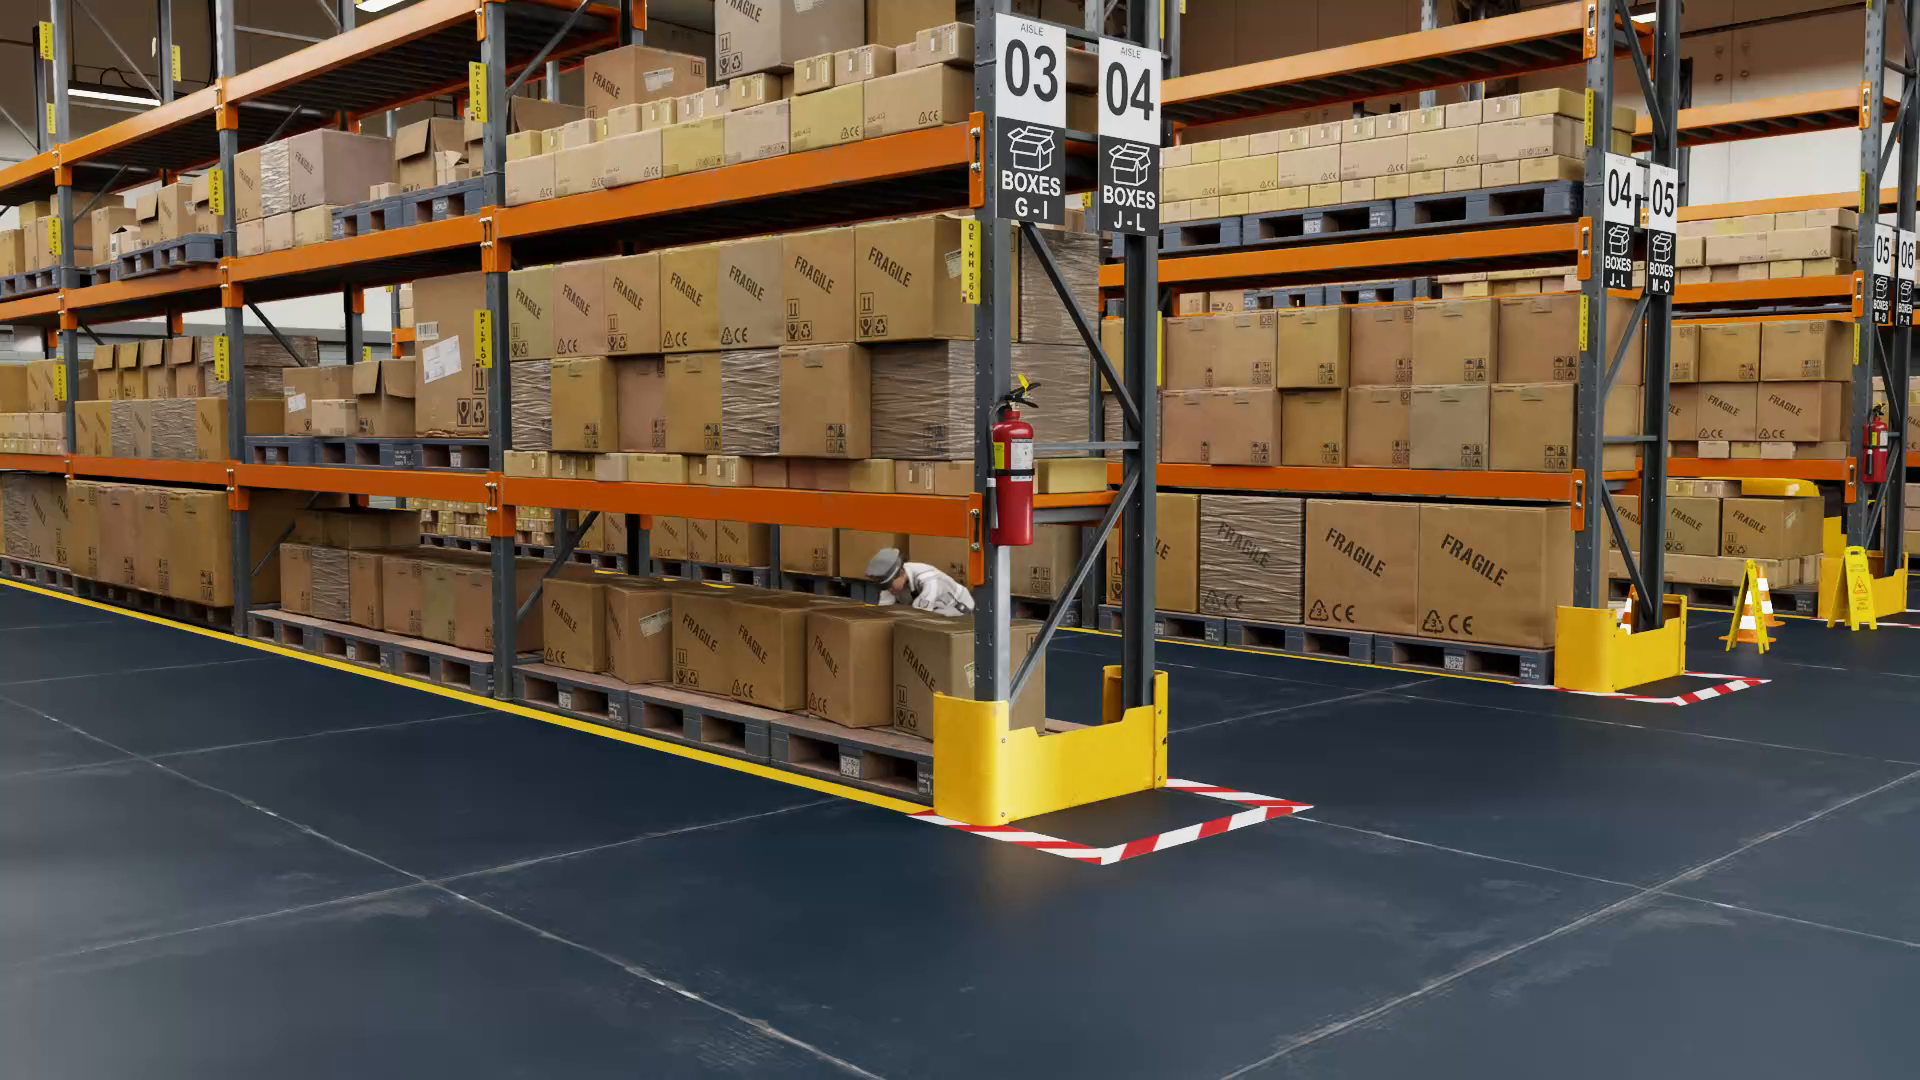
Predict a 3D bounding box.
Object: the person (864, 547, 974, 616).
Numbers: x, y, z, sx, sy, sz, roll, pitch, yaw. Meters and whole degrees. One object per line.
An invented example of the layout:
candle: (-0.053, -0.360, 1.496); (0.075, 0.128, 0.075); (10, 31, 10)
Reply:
person: (-0.276, 0.455, 10.674); (0.863, 0.850, 0.477); (-4, 6, -44)
